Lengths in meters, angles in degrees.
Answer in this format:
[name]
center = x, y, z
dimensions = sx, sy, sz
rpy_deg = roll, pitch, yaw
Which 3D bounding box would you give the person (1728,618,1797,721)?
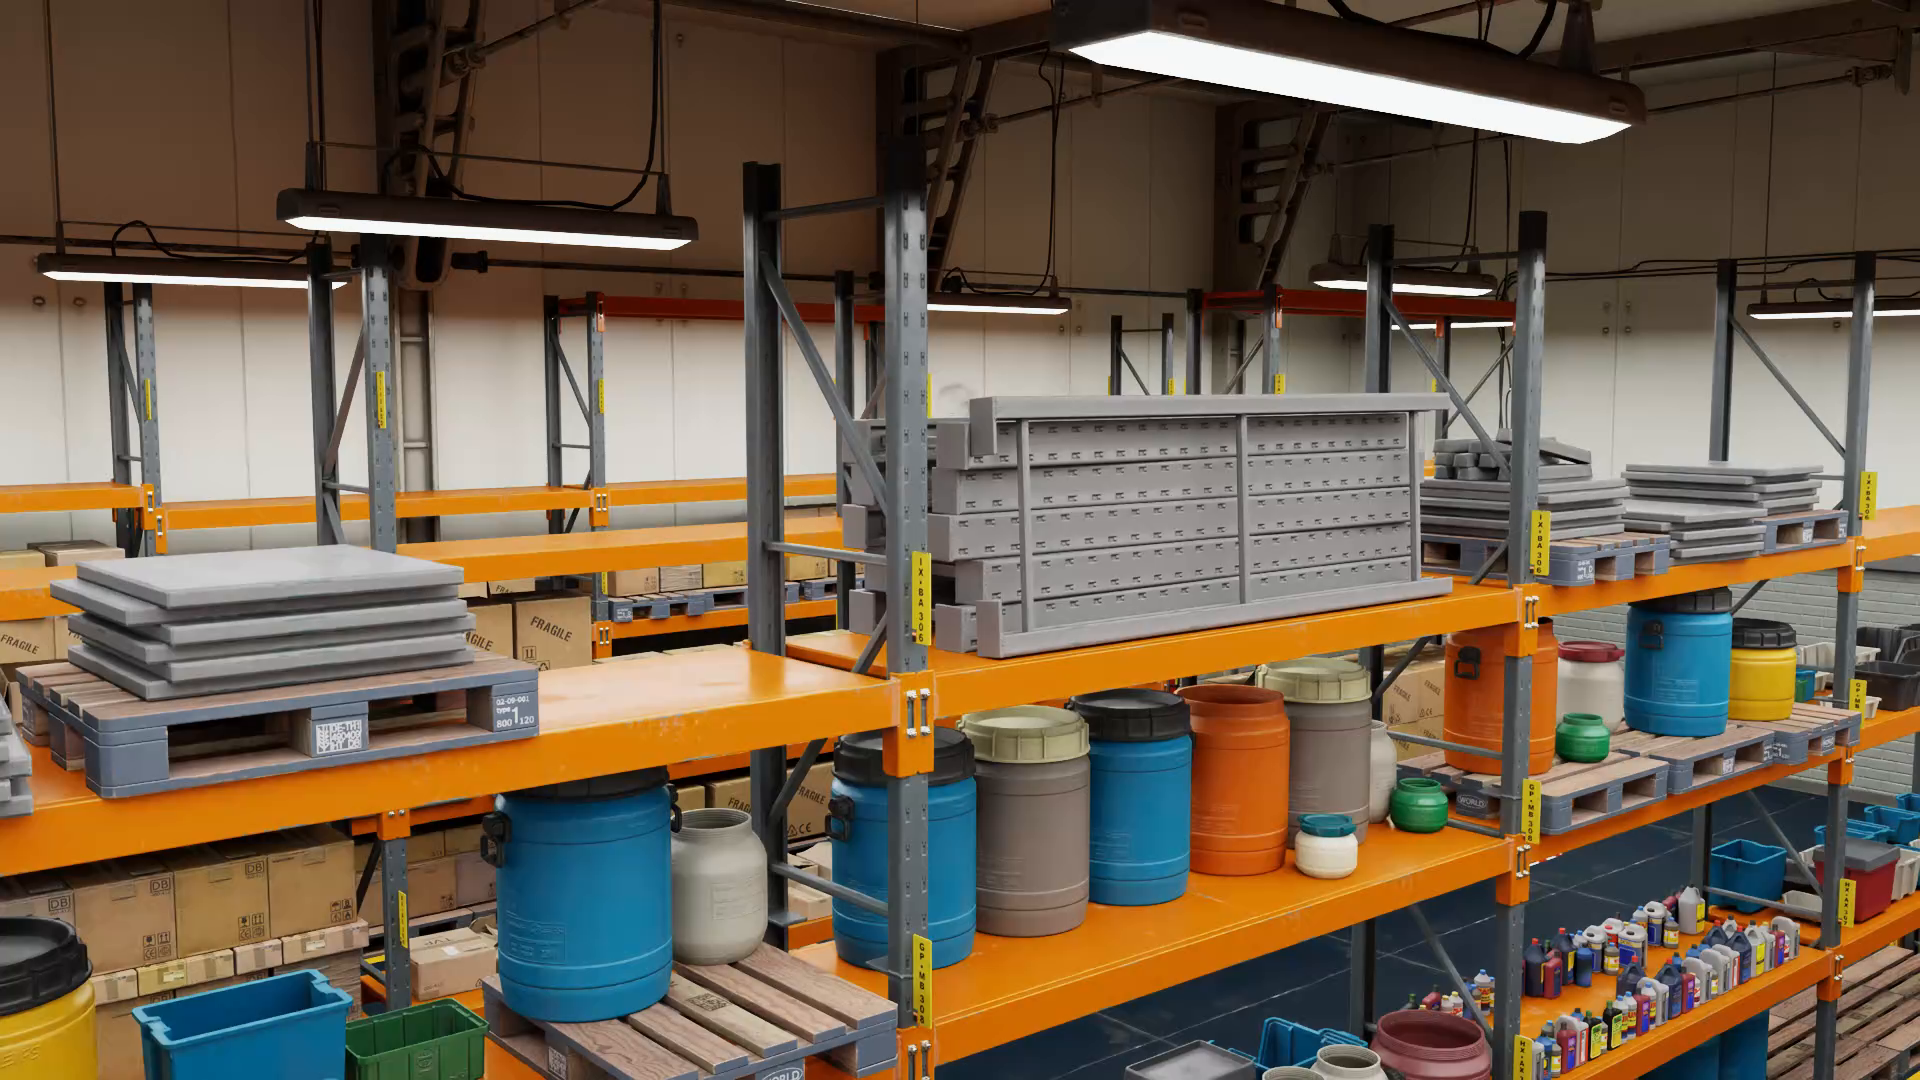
[person]
center = 11.259, 2.399, 5.362
dimensions = 3.361, 2.679, 17.102
rpy_deg = -5, 7, -41
